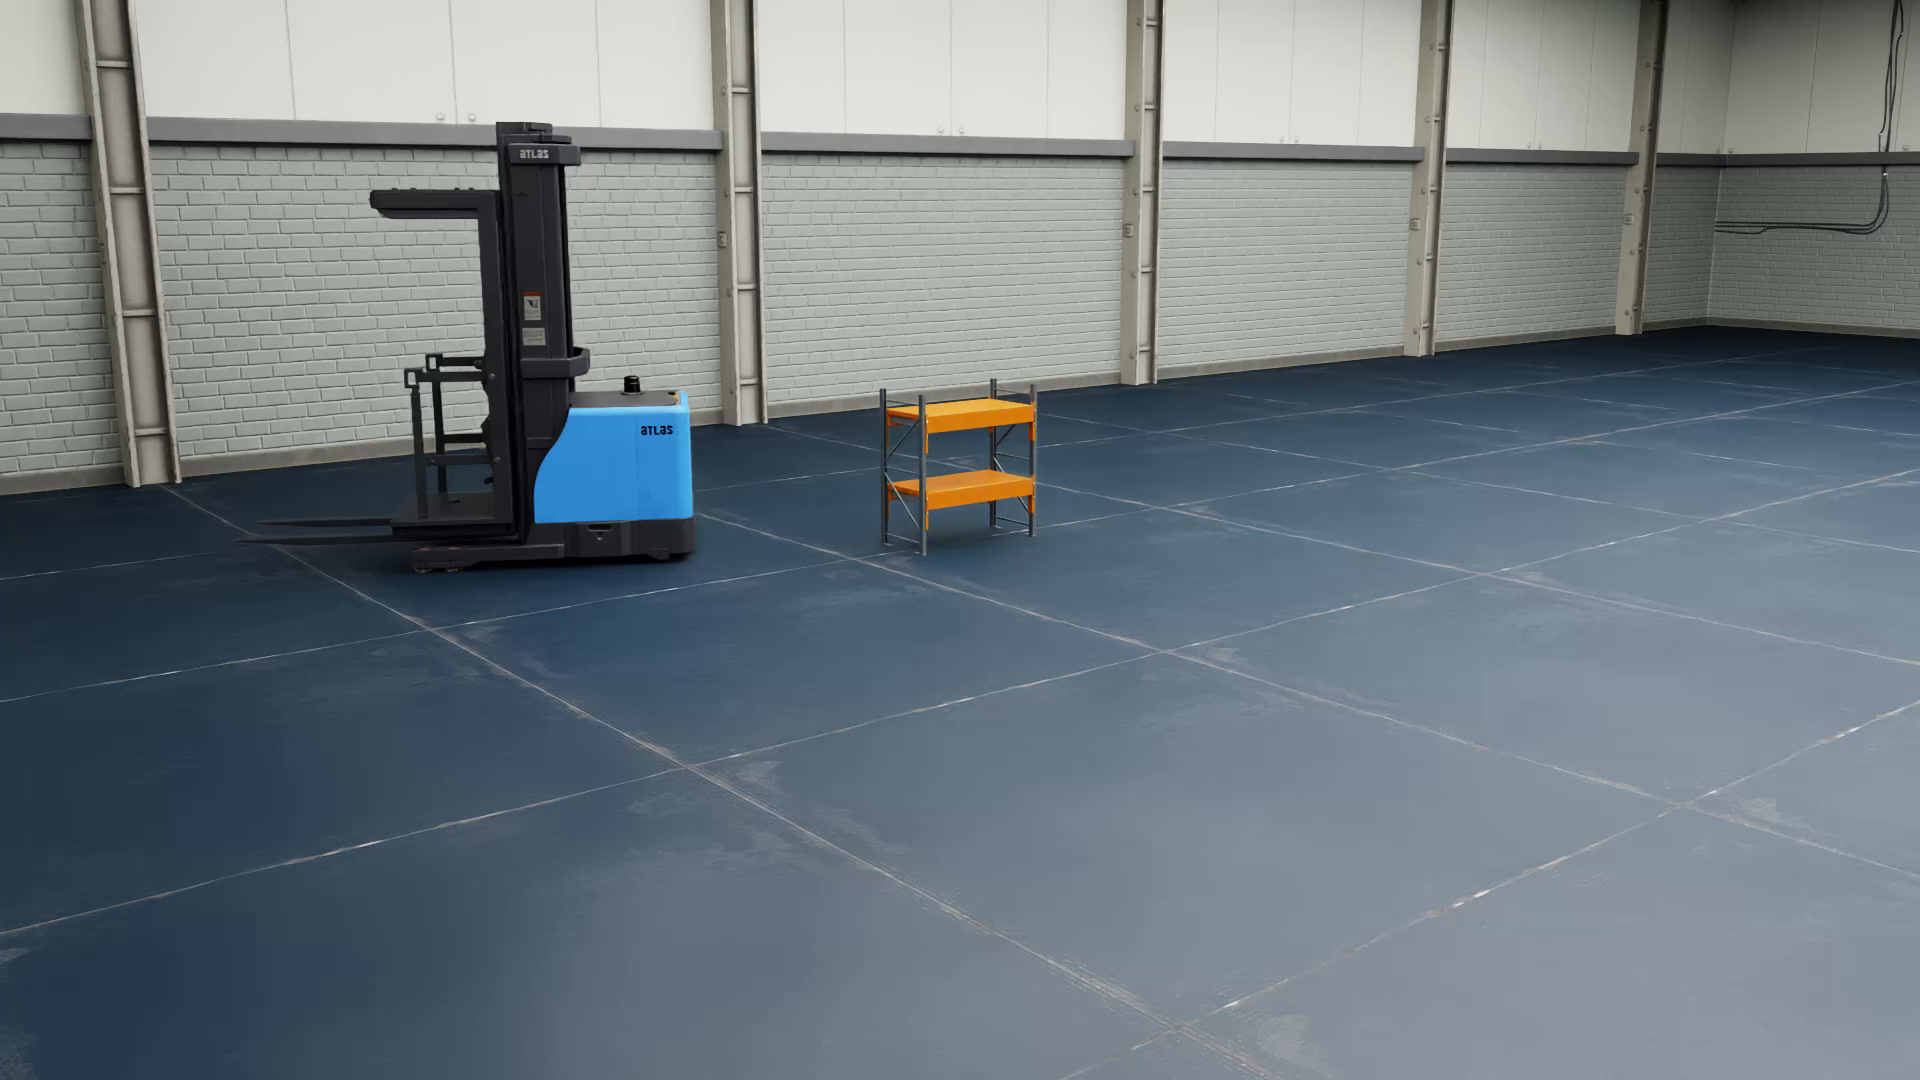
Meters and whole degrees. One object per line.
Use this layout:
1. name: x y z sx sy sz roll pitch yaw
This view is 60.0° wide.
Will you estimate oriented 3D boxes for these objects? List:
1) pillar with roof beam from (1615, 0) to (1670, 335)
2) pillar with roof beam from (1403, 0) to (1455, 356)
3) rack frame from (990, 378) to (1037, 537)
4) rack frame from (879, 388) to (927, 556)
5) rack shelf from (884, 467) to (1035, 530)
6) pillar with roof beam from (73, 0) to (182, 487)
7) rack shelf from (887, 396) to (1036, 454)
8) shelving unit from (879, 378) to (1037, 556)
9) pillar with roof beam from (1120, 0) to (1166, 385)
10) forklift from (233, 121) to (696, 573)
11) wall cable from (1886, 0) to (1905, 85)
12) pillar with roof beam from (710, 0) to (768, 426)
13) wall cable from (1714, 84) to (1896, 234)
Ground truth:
1. pillar with roof beam: 14.399 -7.320 24.936 0.400 9.000 9.100 -9 15 -38
2. pillar with roof beam: 9.713 -6.541 21.270 0.400 9.000 9.100 -9 15 -38
3. rack frame: 0.392 -0.615 12.318 0.032 1.125 0.500 -9 15 -38
4. rack frame: -0.402 -0.483 11.697 0.032 1.125 0.500 -9 15 -38
5. rack shelf: -0.005 -0.310 12.059 1.000 0.278 0.538 -9 15 -38
6. pillar with roof beam: -4.342 -4.206 10.270 0.400 9.000 9.100 -9 15 -38
7. rack shelf: -0.005 -0.836 11.947 1.000 0.278 0.538 -9 15 -38
8. shelving unit: -0.005 -0.549 12.008 1.048 1.125 0.538 -9 15 -38
9. pillar with roof beam: 5.028 -5.763 17.603 0.400 9.000 9.100 -9 15 -38
10. forklift: -3.387 -1.332 11.345 3.031 2.935 1.130 -2 12 -9
11. wall cable: 16.526 -8.699 26.746 0.112 2.526 3.097 -9 15 -38
12. pillar with roof beam: 0.343 -4.984 13.937 0.400 9.000 9.100 -9 15 -38
13. wall cable: 14.836 -6.667 29.337 0.112 2.526 3.097 -9 15 -38
